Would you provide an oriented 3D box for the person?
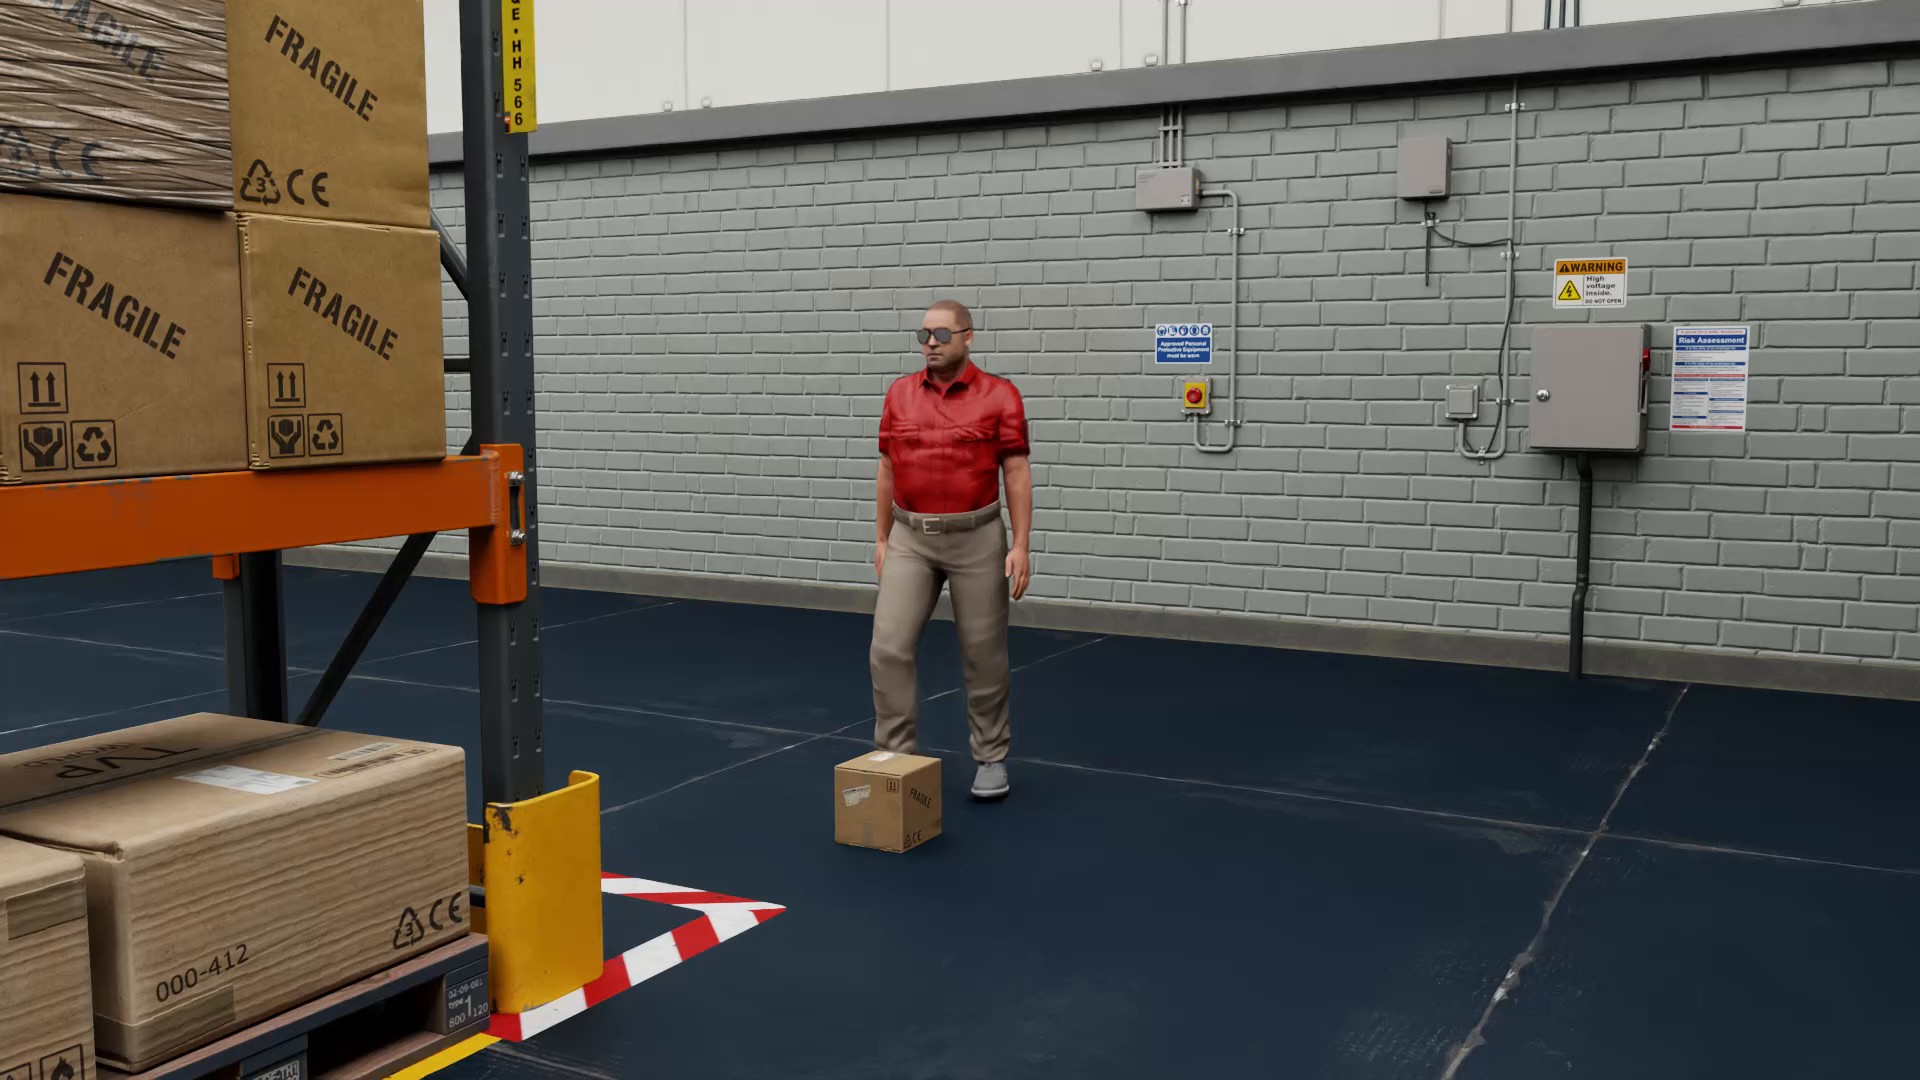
[{"bbox_3d":[-0.045,0.061,5.716,0.587,1.767,0.561,1,6,11],"label":"person"}]
